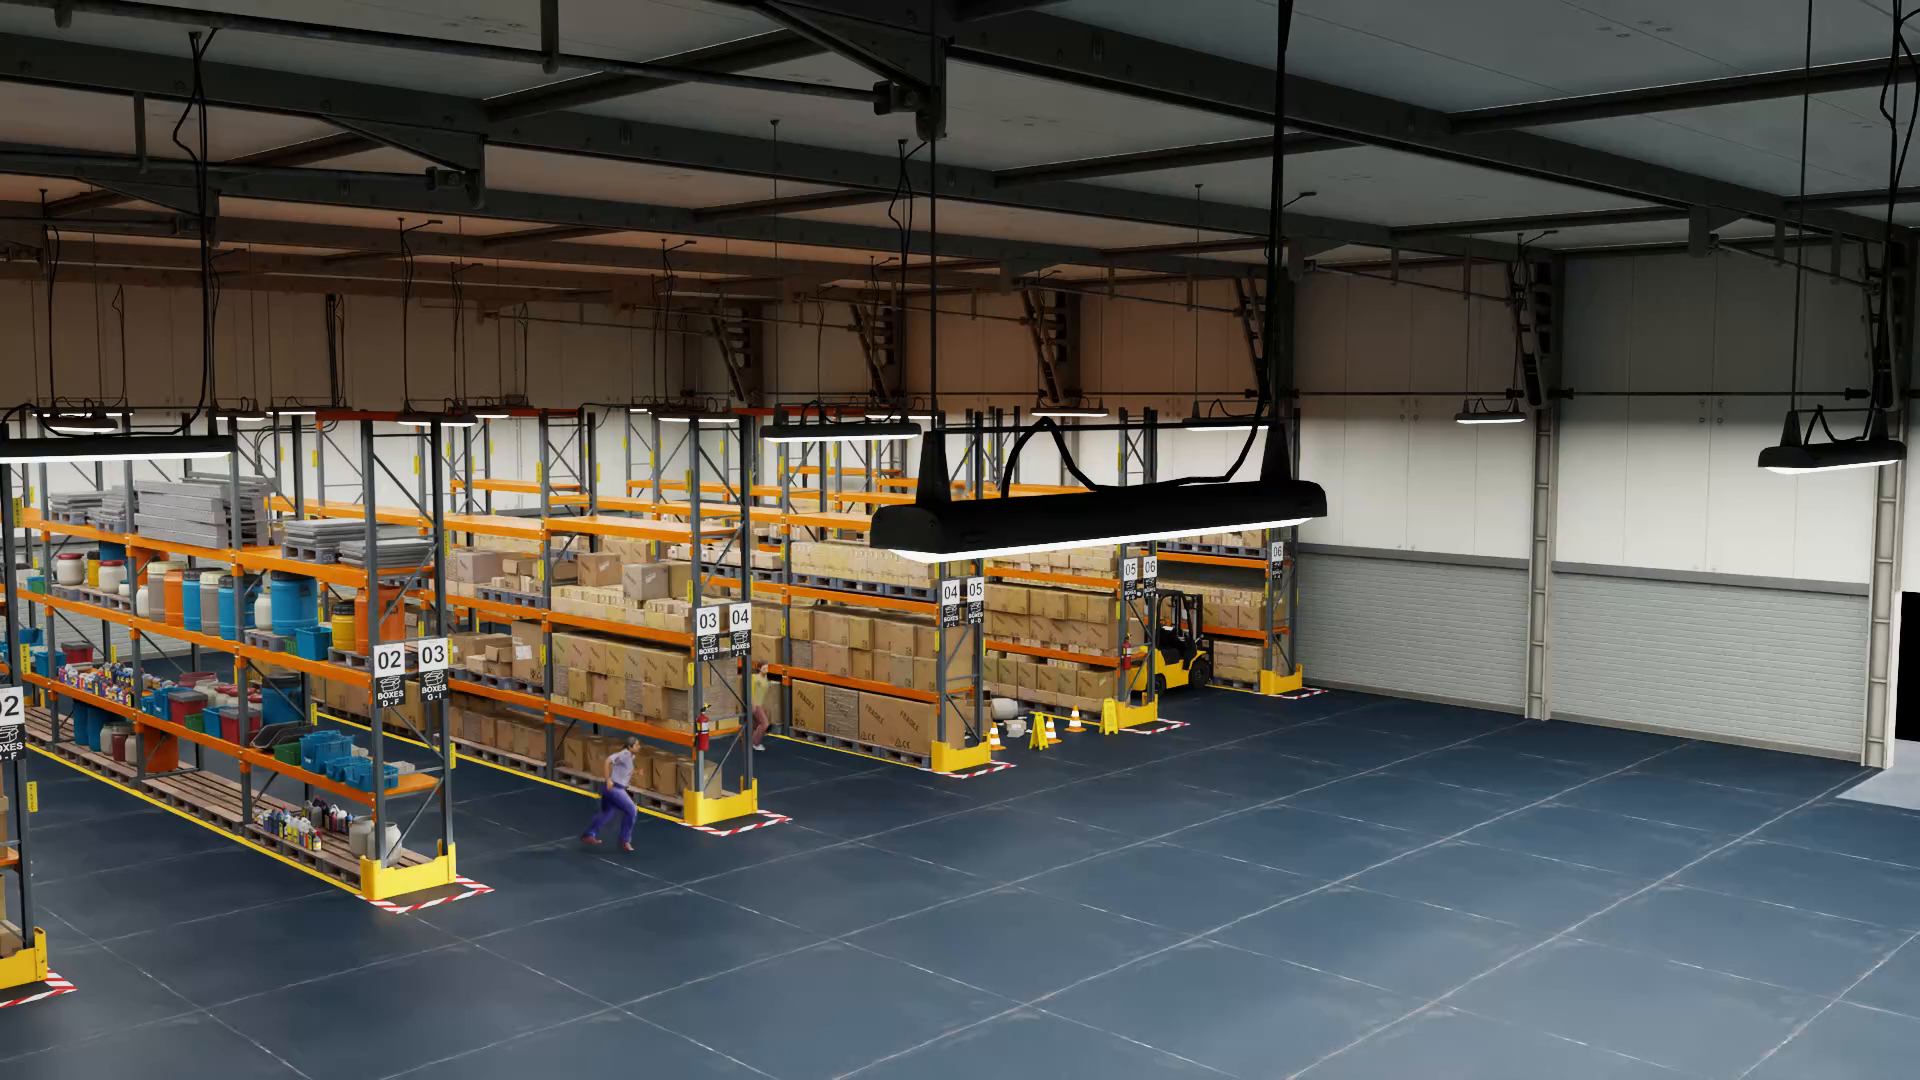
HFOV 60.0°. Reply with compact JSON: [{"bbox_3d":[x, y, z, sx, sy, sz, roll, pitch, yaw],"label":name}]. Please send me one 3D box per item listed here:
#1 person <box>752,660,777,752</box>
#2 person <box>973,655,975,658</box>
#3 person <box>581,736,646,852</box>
[{"bbox_3d":[-3.567,2.919,29.372,0.587,1.645,0.542,1,5,9],"label":"person"},{"bbox_3d":[0.230,2.136,37.160,0.976,1.783,0.650,4,7,41],"label":"person"},{"bbox_3d":[-4.806,3.544,23.021,0.917,1.624,0.646,0,5,-4],"label":"person"}]
